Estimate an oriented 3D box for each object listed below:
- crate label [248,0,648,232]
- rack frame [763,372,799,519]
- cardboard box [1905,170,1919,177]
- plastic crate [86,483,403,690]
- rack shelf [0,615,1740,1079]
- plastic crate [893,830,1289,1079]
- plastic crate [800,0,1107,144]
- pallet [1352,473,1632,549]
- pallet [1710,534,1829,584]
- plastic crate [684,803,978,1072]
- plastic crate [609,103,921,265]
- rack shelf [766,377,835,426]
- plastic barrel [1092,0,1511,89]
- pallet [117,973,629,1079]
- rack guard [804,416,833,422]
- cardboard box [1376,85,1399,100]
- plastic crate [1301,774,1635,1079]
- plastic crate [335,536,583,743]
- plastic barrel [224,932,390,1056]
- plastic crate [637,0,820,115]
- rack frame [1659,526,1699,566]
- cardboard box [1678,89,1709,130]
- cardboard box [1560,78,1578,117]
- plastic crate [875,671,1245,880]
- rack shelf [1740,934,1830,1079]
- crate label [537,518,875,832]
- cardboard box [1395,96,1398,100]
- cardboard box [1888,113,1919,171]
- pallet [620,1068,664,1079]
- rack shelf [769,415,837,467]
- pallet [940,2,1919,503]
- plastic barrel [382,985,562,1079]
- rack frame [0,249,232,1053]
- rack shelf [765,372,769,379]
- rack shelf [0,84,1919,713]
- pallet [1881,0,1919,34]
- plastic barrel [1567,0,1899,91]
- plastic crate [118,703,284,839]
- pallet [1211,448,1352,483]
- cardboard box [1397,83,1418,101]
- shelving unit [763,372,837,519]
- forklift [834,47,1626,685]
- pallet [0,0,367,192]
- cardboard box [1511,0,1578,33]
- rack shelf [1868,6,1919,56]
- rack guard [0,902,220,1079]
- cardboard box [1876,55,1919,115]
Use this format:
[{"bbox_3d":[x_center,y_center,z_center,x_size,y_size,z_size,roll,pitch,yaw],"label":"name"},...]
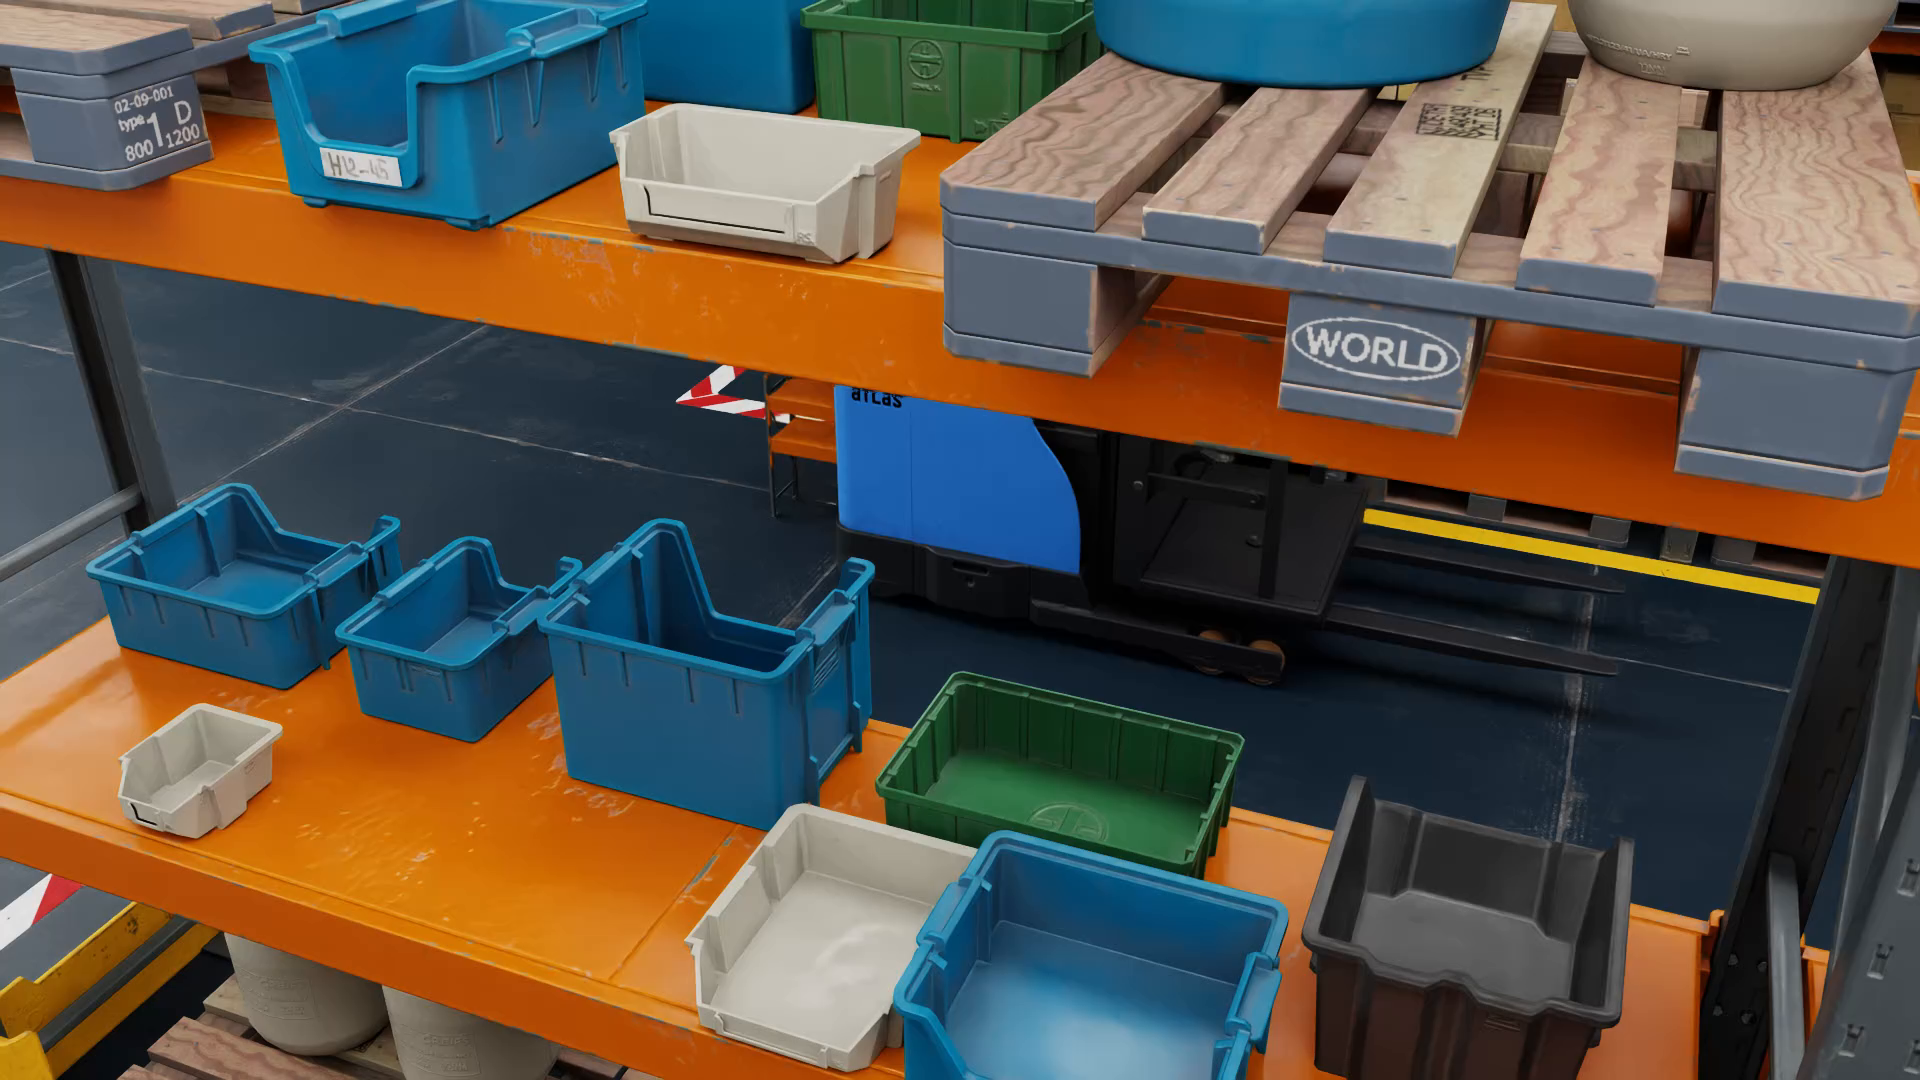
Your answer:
[{"bbox_3d":[-0.732,-0.662,2.476,0.408,0.251,0.502,11,31,19],"label":"crate label"},{"bbox_3d":[-0.789,-0.674,7.222,0.015,1.200,0.240,11,31,19],"label":"rack frame"},{"bbox_3d":[3.703,-1.300,6.653,0.500,0.250,0.500,13,32,22],"label":"cardboard box"},{"bbox_3d":[-1.766,0.103,4.171,0.616,0.251,0.499,11,31,19],"label":"plastic crate"},{"bbox_3d":[-0.489,0.765,3.579,4.000,0.370,1.077,11,31,19],"label":"rack shelf"},{"bbox_3d":[0.236,0.806,2.928,0.616,0.251,0.499,11,31,19],"label":"plastic crate"},{"bbox_3d":[0.004,-0.808,2.798,0.450,0.188,0.336,11,31,19],"label":"plastic crate"},{"bbox_3d":[2.509,-0.388,7.722,1.213,0.211,1.003,11,31,19],"label":"pallet"},{"bbox_3d":[3.927,-0.104,7.219,1.213,0.211,1.003,11,31,19],"label":"pallet"},{"bbox_3d":[-0.236,0.752,3.140,0.437,0.136,0.530,11,31,19],"label":"plastic crate"},{"bbox_3d":[-0.275,-0.482,2.274,0.396,0.136,0.243,11,31,19],"label":"plastic crate"},{"bbox_3d":[-0.562,-0.571,7.178,0.480,0.148,0.258,11,31,19],"label":"rack shelf"},{"bbox_3d":[0.482,-1.118,2.195,0.708,0.901,0.600,11,31,19],"label":"plastic barrel"},{"bbox_3d":[-1.504,1.441,4.486,1.213,0.211,1.003,11,31,19],"label":"pallet"},{"bbox_3d":[-0.499,-1.092,8.674,0.348,0.500,1.175,11,31,19],"label":"rack guard"},{"bbox_3d":[1.721,-1.950,6.891,0.250,0.149,0.380,12,32,21],"label":"cardboard box"},{"bbox_3d":[0.927,0.694,3.037,0.504,0.338,0.767,11,31,19],"label":"plastic crate"},{"bbox_3d":[-1.167,0.225,3.954,0.408,0.251,0.499,11,31,19],"label":"plastic crate"},{"bbox_3d":[-1.704,1.069,4.412,0.421,0.512,0.421,0,29,0],"label":"plastic barrel"},{"bbox_3d":[-0.462,-1.002,2.941,0.575,0.384,0.392,11,31,19],"label":"plastic crate"},{"bbox_3d":[3.230,-1.436,6.742,0.127,3.000,1.000,11,31,19],"label":"rack frame"},{"bbox_3d":[2.897,-1.715,6.474,0.250,0.149,0.380,11,31,19],"label":"cardboard box"},{"bbox_3d":[2.425,-1.809,6.640,0.250,0.149,0.380,10,31,18],"label":"cardboard box"},{"bbox_3d":[0.212,0.534,3.472,0.662,0.188,0.450,11,31,19],"label":"plastic crate"},{"bbox_3d":[3.217,1.505,2.270,4.000,0.370,1.077,11,31,19],"label":"rack shelf"},{"bbox_3d":[-0.535,0.284,3.664,0.616,0.435,0.502,11,31,19],"label":"crate label"},{"bbox_3d":[1.862,-1.748,7.193,0.500,0.500,0.700,12,32,20],"label":"cardboard box"},{"bbox_3d":[6.275,-2.597,10.890,0.500,0.500,0.700,11,31,18],"label":"cardboard box"},{"bbox_3d":[-0.377,1.668,4.085,1.213,0.211,1.003,11,31,19],"label":"pallet"},{"bbox_3d":[-0.562,-0.398,7.276,0.480,0.148,0.258,11,31,19],"label":"rack shelf"},{"bbox_3d":[0.659,-0.491,2.213,1.003,0.211,1.213,11,31,19],"label":"pallet"},{"bbox_3d":[-1.239,1.162,4.248,0.421,0.512,0.421,0,29,0],"label":"plastic barrel"},{"bbox_3d":[-2.342,0.082,4.057,0.127,3.000,1.000,11,31,19],"label":"rack frame"},{"bbox_3d":[-0.562,-0.766,7.068,0.480,0.148,0.258,11,31,19],"label":"rack shelf"},{"bbox_3d":[-0.489,-0.541,2.841,4.000,0.370,1.077,11,31,19],"label":"rack shelf"},{"bbox_3d":[5.742,-3.404,10.419,1.213,0.211,1.003,11,31,19],"label":"pallet"},{"bbox_3d":[1.039,-0.885,2.178,0.421,0.512,0.421,0,29,0],"label":"plastic barrel"},{"bbox_3d":[-1.634,0.509,3.569,0.250,0.136,0.298,11,31,19],"label":"plastic crate"},{"bbox_3d":[1.374,-0.613,8.120,1.213,0.211,1.003,11,31,19],"label":"pallet"},{"bbox_3d":[1.955,-1.904,6.809,0.250,0.149,0.380,11,31,19],"label":"cardboard box"},{"bbox_3d":[-0.562,-0.630,7.145,0.503,1.200,0.258,11,31,19],"label":"shelving unit"},{"bbox_3d":[1.064,-1.025,6.085,3.031,2.935,1.130,11,31,19],"label":"forklift"},{"bbox_3d":[-1.613,-0.944,3.016,1.213,0.211,1.003,11,31,19],"label":"pallet"},{"bbox_3d":[2.348,-2.216,6.703,0.500,0.500,0.700,11,31,19],"label":"cardboard box"},{"bbox_3d":[6.942,-3.012,10.262,4.000,0.370,1.077,11,31,19],"label":"rack shelf"},{"bbox_3d":[-2.254,1.163,4.685,0.348,0.500,1.175,11,31,19],"label":"rack guard"},{"bbox_3d":[6.187,-2.917,10.693,0.500,0.250,0.500,11,31,18],"label":"cardboard box"}]
